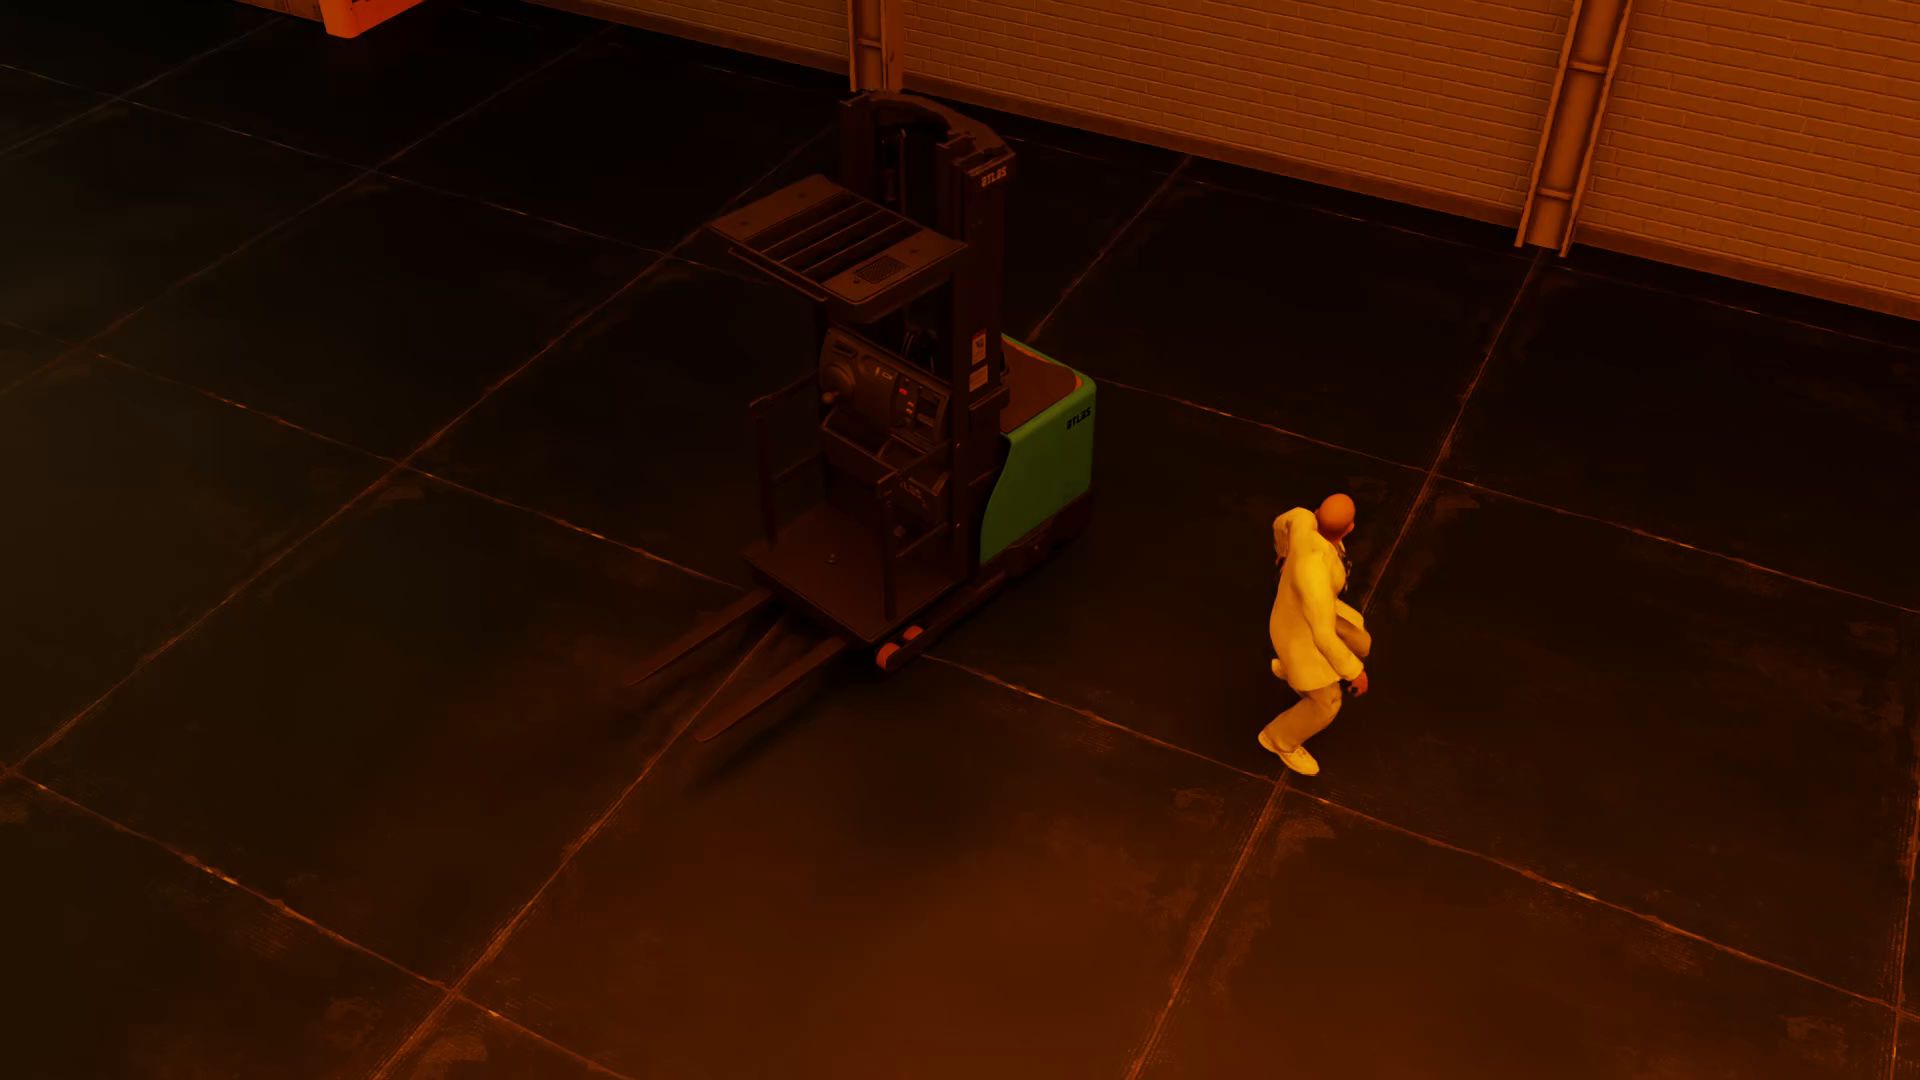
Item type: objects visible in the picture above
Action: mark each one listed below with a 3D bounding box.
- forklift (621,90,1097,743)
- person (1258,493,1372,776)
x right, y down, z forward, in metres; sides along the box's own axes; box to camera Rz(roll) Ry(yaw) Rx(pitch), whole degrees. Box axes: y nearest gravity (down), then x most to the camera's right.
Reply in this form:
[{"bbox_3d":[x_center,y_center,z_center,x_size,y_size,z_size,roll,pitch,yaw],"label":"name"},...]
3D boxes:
[{"bbox_3d":[-0.560,-0.751,8.878,1.130,2.935,3.031,31,49,32],"label":"forklift"},{"bbox_3d":[1.818,0.420,8.482,0.642,1.678,0.868,13,42,15],"label":"person"}]
